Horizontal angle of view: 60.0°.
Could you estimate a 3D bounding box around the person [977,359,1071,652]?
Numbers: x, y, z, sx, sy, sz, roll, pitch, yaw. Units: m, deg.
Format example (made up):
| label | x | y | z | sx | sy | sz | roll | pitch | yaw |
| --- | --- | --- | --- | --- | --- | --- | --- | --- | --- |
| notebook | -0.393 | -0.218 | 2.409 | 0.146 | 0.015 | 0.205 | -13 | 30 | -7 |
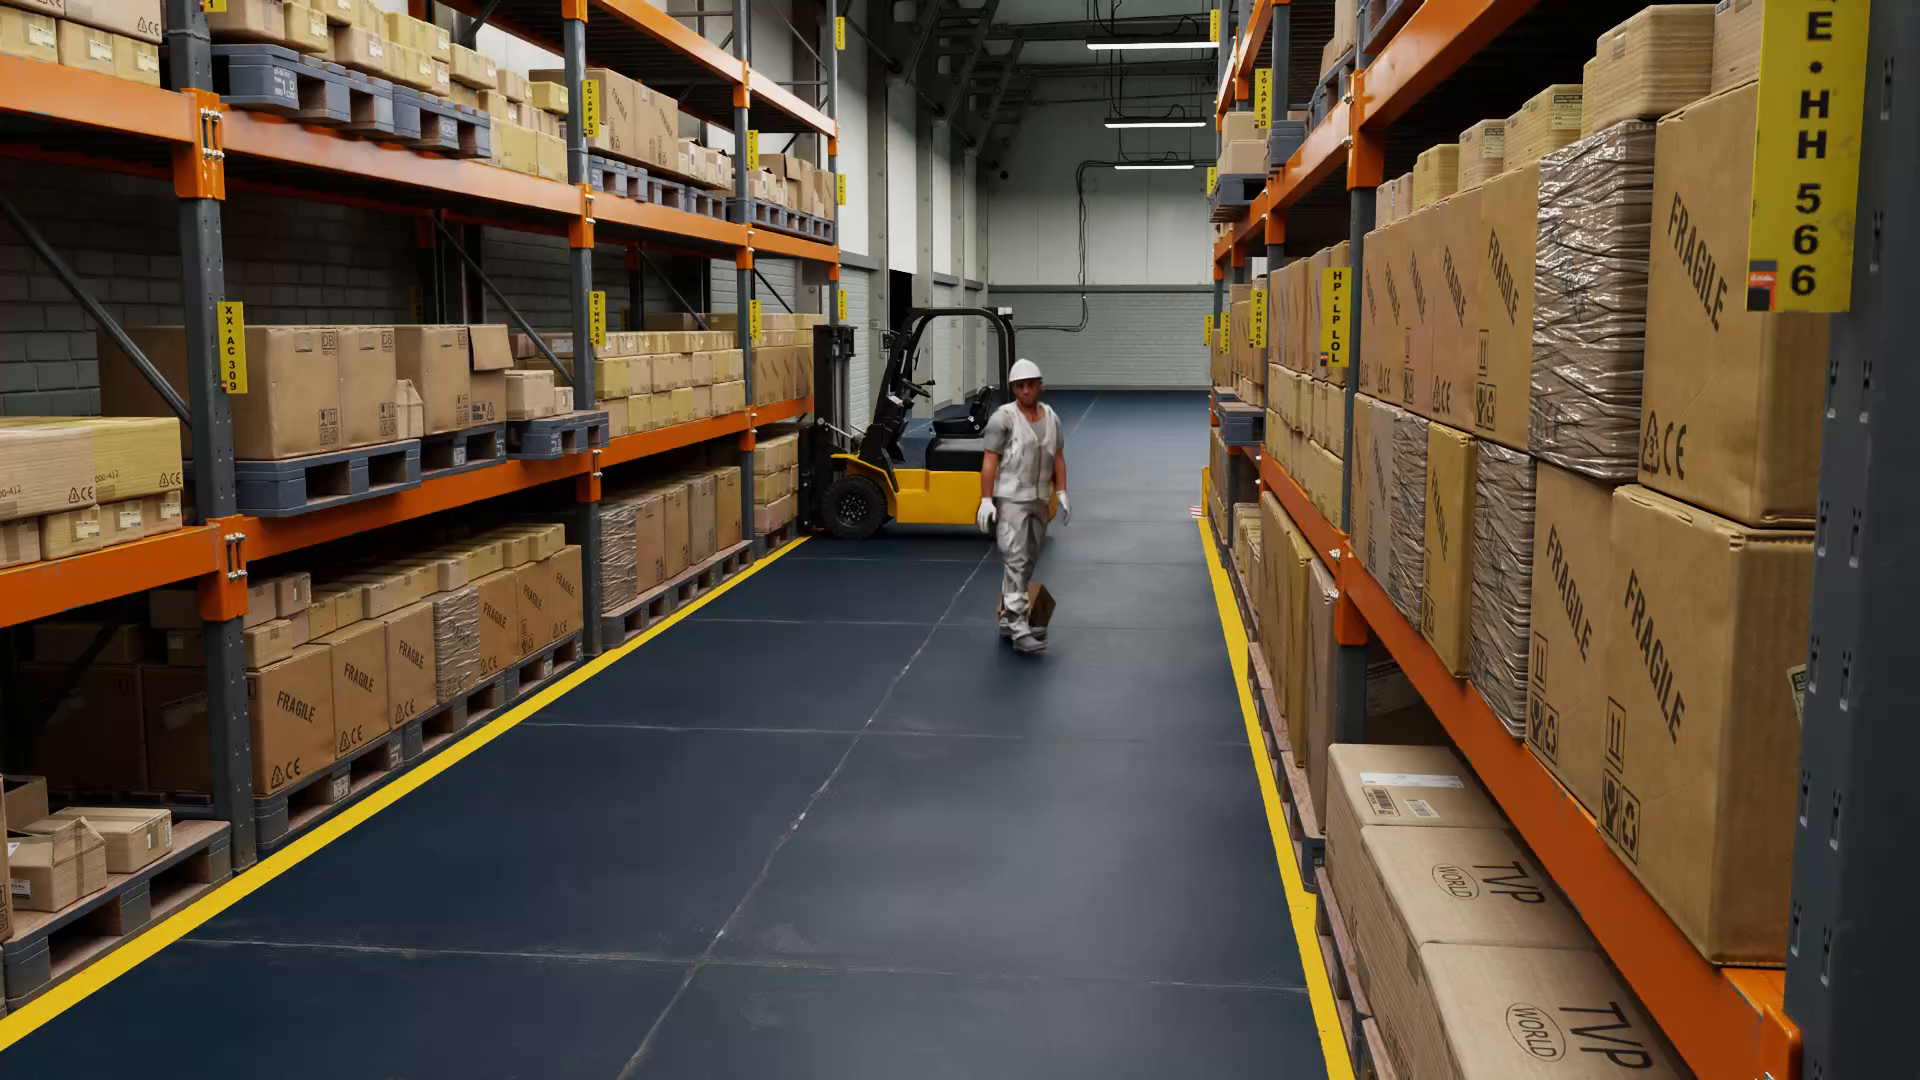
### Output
| label | x | y | z | sx | sy | sz | roll | pitch | yaw |
| --- | --- | --- | --- | --- | --- | --- | --- | --- | --- |
| person | 0.397 | -0.217 | 10.225 | 0.615 | 1.783 | 0.654 | -6 | 10 | -39 |
